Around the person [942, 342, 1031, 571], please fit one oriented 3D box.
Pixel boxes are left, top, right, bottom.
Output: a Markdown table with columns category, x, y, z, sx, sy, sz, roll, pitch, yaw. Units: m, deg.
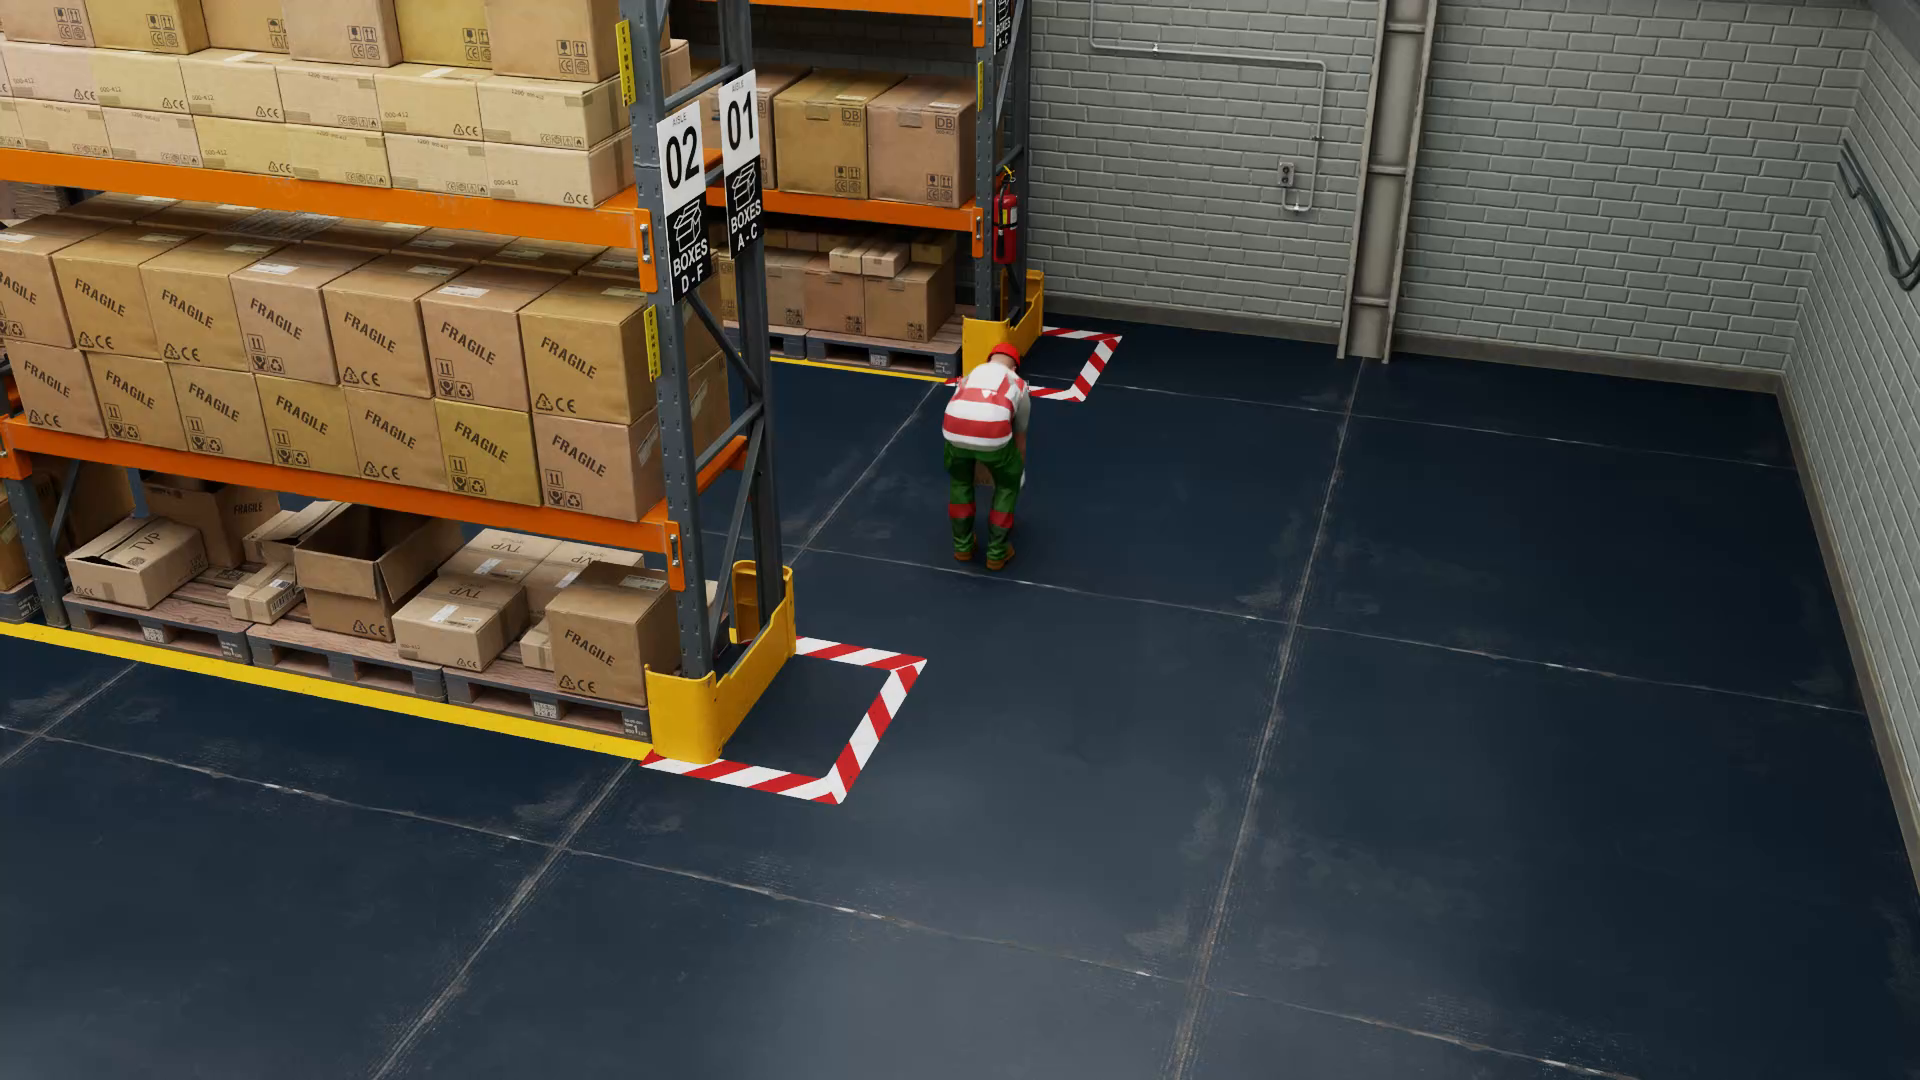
| category | x | y | z | sx | sy | sz | roll | pitch | yaw |
| --- | --- | --- | --- | --- | --- | --- | --- | --- | --- |
| person | 0.186 | -0.508 | 10.042 | 0.487 | 1.167 | 0.957 | 8 | 30 | 13 |
